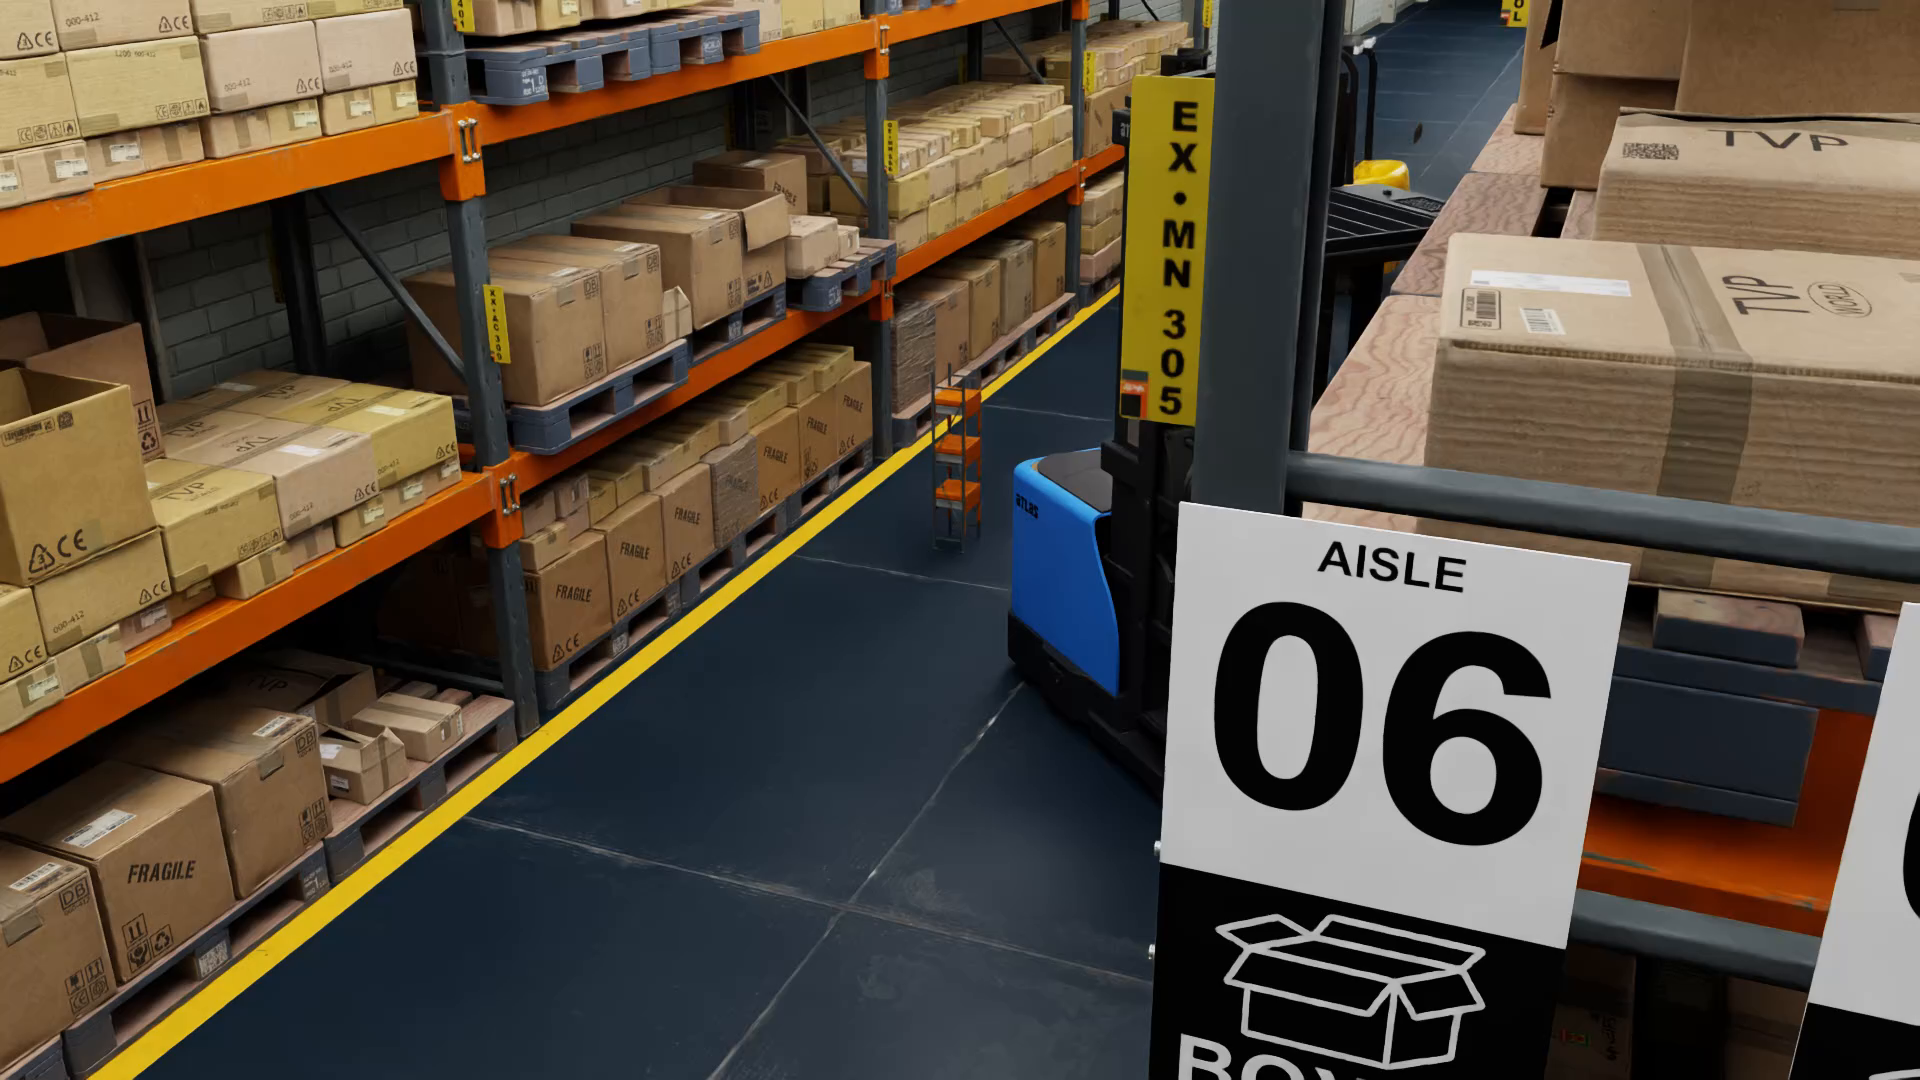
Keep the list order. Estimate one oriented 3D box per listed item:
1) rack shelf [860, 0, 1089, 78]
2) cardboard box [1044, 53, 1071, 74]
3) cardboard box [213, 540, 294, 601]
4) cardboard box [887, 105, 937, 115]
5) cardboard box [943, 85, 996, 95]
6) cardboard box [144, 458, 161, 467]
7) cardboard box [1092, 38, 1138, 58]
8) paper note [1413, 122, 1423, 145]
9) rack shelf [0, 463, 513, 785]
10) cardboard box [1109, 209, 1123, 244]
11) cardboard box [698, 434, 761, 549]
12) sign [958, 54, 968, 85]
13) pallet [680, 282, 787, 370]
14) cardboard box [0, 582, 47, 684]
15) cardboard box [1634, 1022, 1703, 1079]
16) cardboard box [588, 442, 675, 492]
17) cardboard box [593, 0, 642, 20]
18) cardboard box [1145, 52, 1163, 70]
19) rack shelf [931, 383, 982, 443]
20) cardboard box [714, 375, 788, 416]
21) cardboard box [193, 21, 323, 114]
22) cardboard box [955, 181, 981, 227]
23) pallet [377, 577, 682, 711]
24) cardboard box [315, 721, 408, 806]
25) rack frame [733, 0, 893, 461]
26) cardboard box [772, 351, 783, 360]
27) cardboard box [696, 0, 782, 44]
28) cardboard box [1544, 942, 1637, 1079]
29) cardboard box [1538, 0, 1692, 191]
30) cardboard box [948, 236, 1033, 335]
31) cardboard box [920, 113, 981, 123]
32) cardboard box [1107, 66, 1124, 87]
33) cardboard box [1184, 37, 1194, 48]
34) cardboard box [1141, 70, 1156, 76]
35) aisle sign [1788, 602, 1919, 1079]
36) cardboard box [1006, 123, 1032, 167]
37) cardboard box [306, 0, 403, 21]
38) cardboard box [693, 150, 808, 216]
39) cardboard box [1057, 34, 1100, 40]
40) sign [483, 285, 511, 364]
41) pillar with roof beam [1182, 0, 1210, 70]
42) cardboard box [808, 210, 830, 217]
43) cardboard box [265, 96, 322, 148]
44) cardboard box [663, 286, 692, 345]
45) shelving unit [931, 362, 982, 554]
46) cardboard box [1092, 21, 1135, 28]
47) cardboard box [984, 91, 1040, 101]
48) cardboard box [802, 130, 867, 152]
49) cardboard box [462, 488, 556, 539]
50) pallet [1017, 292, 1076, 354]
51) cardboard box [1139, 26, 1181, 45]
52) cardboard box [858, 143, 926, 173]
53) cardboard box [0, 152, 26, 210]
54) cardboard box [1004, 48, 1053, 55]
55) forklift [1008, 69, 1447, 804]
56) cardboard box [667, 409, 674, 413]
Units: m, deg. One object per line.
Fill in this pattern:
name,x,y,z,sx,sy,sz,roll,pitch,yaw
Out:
rack shelf,-0.193,-3.766,11.915,1.077,0.370,4.000,9,24,20
cardboard box,0.940,-4.093,14.299,0.380,0.149,0.250,9,24,21
cardboard box,-2.648,0.078,5.997,0.380,0.149,0.250,8,24,19
cardboard box,-0.390,-3.141,12.406,0.380,0.149,0.250,9,24,21
cardboard box,0.071,-3.591,13.484,0.380,0.149,0.250,8,24,18
cardboard box,-3.230,-0.131,5.981,0.500,0.250,0.500,9,24,21
cardboard box,1.424,-4.548,15.388,0.380,0.149,0.250,9,24,20
paper note,0.942,-0.840,3.428,0.006,0.032,0.123,9,24,20
rack shelf,-3.165,0.481,5.639,1.077,0.370,4.000,9,24,20
cardboard box,1.201,-2.894,15.161,0.500,0.250,0.500,9,24,20
cardboard box,-1.457,-0.302,9.280,0.500,0.500,0.500,8,24,18
sign,0.034,-3.944,14.075,0.100,0.325,0.005,9,24,20
pallet,-1.654,-1.213,9.010,1.003,0.211,1.213,9,24,20
cardboard box,-3.117,0.311,4.923,0.500,0.250,0.500,8,24,19
cardboard box,1.145,0.936,2.191,0.500,0.500,0.500,8,24,19
cardboard box,-1.709,-0.384,8.634,0.380,0.149,0.250,9,24,20
cardboard box,-1.637,-2.395,7.352,0.380,0.149,0.250,9,24,21
cardboard box,1.713,-4.579,15.850,0.380,0.149,0.250,9,24,20
rack shelf,-0.020,-0.717,9.396,0.215,0.259,0.240,9,24,20
cardboard box,-1.236,-0.846,9.741,0.380,0.149,0.250,10,24,22
cardboard box,-2.552,-1.623,5.660,0.500,0.250,0.500,8,24,18
cardboard box,-0.168,-2.417,11.839,0.500,0.250,0.500,8,24,18
pallet,-2.155,0.424,8.461,1.003,0.211,1.213,9,24,20
cardboard box,-2.489,0.871,6.776,0.396,0.266,0.258,10,25,22
rack frame,-0.936,-1.998,10.641,1.000,3.000,0.127,9,24,20
cardboard box,-1.353,-0.927,10.777,0.500,0.500,0.500,10,25,22
cardboard box,-1.273,-2.735,8.709,0.500,0.250,0.500,9,24,20
cardboard box,0.649,0.610,2.128,0.380,0.149,0.250,9,24,21
cardboard box,1.717,-1.042,3.651,0.797,0.503,0.637,11,25,24
cardboard box,0.071,-2.062,13.332,0.875,0.625,0.625,9,24,20
cardboard box,-0.068,-2.985,12.034,0.380,0.149,0.250,9,24,20
cardboard box,1.238,-4.119,14.748,0.380,0.149,0.250,9,24,21
cardboard box,2.167,-5.042,16.957,0.380,0.149,0.250,9,24,21
cardboard box,1.528,-4.144,15.649,0.500,0.500,0.500,9,24,20
aisle sign,0.945,0.442,1.427,0.394,0.787,0.004,9,24,20
cardboard box,0.225,-3.011,12.613,0.500,0.250,0.500,9,24,21
cardboard box,-2.386,-2.034,5.996,0.500,0.250,0.500,9,24,20
cardboard box,-1.273,-2.076,10.153,0.500,0.500,0.500,10,25,23
cardboard box,1.111,-4.704,15.763,0.380,0.149,0.250,9,24,20
sign,-1.915,-0.891,6.868,0.100,0.325,0.005,9,24,20
pillar with roof beam,7.166,-9.039,19.716,9.100,9.000,0.400,9,24,20
cardboard box,-1.007,-2.126,11.143,0.500,0.250,0.500,8,24,19
cardboard box,-2.483,-1.482,5.839,0.380,0.149,0.250,10,25,22
cardboard box,-1.550,-1.140,8.218,0.396,0.266,0.258,10,25,23
shelving unit,-0.020,-0.465,9.502,0.215,1.050,0.252,9,24,20
cardboard box,1.555,-5.168,16.872,0.380,0.149,0.250,10,25,22
cardboard box,0.410,-3.446,13.136,0.380,0.149,0.250,9,24,20
cardboard box,-0.857,-2.682,11.308,0.380,0.149,0.250,9,24,20
cardboard box,-2.098,-0.142,7.670,0.380,0.149,0.250,8,24,19
pallet,0.312,-1.873,13.961,1.003,0.211,1.213,9,24,20
cardboard box,1.963,-4.995,16.459,0.380,0.149,0.250,9,24,21
cardboard box,-0.447,-2.511,10.898,0.380,0.149,0.250,9,24,21
cardboard box,-2.914,-1.019,4.731,0.380,0.149,0.250,9,24,20
cardboard box,0.605,-4.250,14.675,0.380,0.149,0.250,9,24,20
forklift,1.340,-0.307,6.683,1.130,2.935,3.031,-11,25,-24
cardboard box,-1.850,-0.725,9.451,0.380,0.149,0.250,9,24,20
